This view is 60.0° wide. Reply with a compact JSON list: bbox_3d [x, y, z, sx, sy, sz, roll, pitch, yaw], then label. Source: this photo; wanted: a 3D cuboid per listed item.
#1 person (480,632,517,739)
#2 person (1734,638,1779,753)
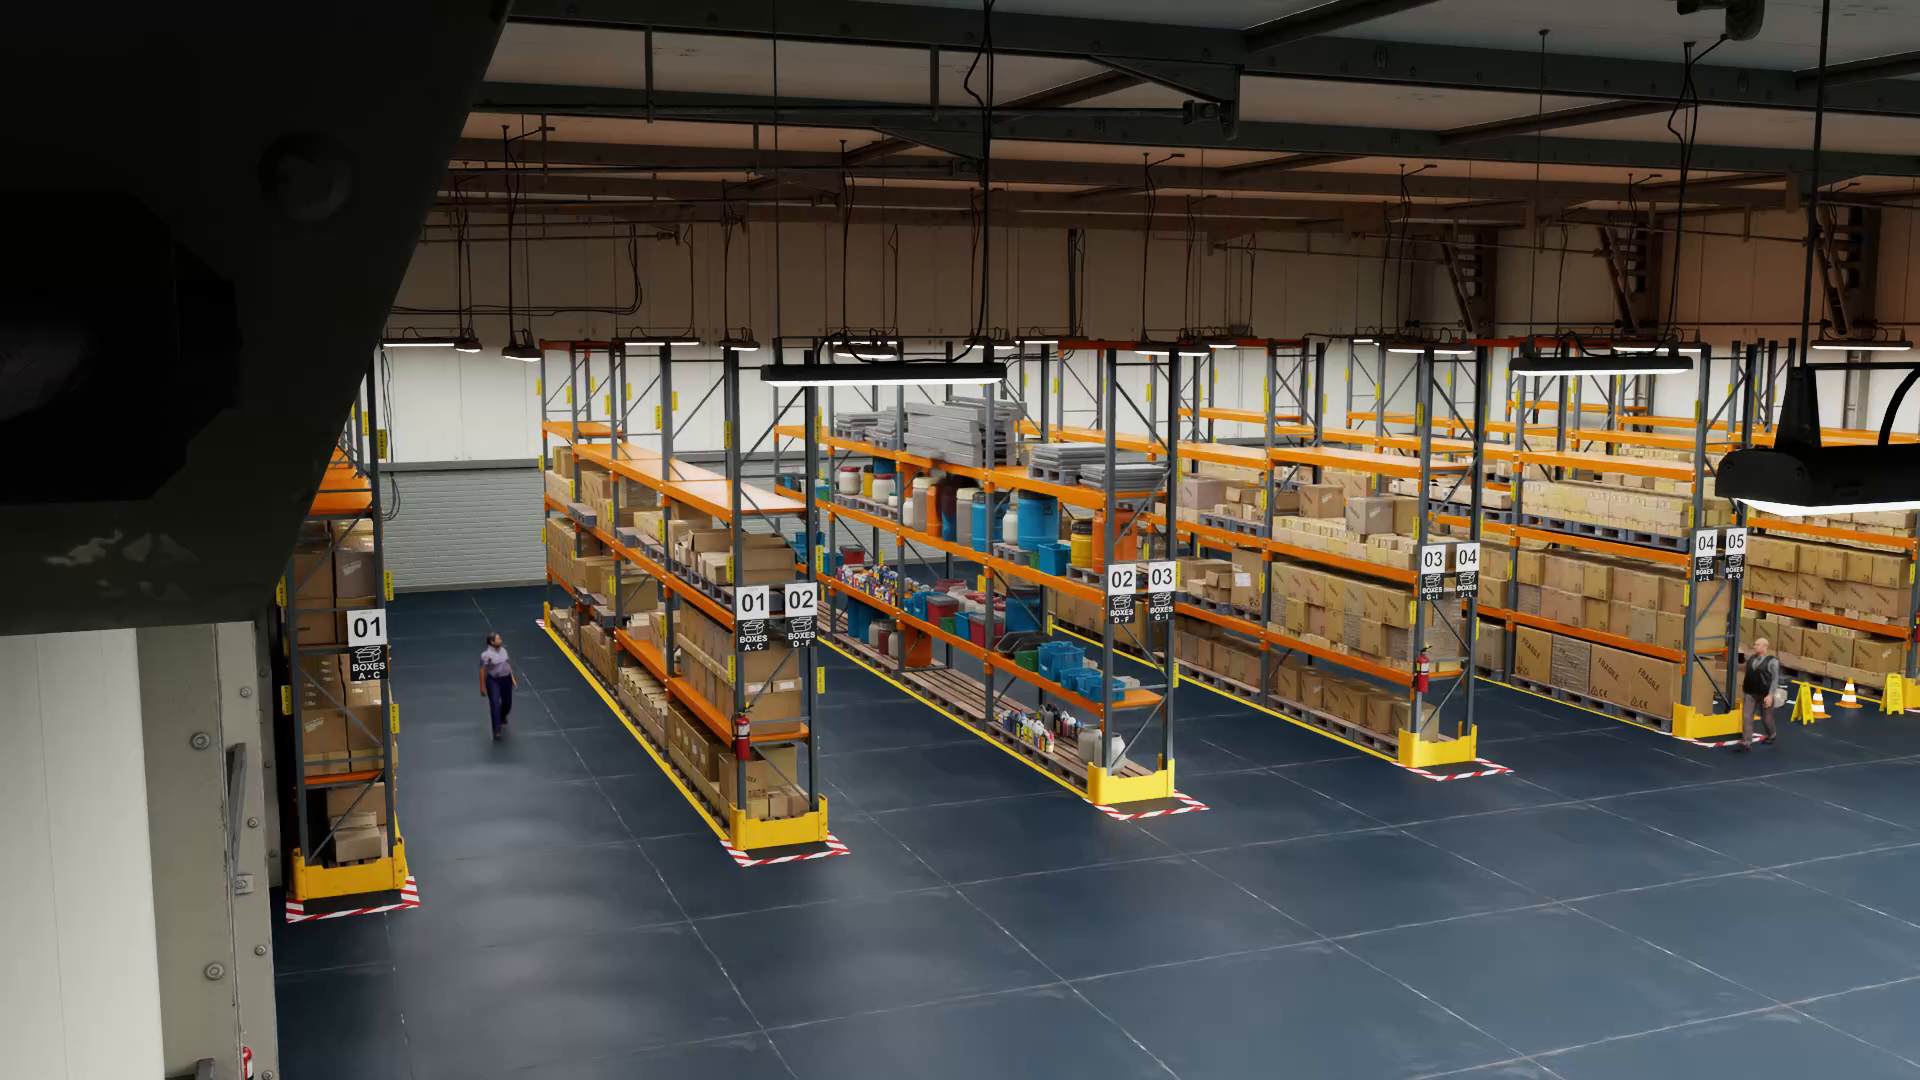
[{"bbox_3d":[-7.140,2.198,25.669,0.557,1.573,0.917,-4,8,-28],"label":"person"},{"bbox_3d":[11.851,2.300,24.636,0.519,1.696,0.944,7,10,42],"label":"person"}]
